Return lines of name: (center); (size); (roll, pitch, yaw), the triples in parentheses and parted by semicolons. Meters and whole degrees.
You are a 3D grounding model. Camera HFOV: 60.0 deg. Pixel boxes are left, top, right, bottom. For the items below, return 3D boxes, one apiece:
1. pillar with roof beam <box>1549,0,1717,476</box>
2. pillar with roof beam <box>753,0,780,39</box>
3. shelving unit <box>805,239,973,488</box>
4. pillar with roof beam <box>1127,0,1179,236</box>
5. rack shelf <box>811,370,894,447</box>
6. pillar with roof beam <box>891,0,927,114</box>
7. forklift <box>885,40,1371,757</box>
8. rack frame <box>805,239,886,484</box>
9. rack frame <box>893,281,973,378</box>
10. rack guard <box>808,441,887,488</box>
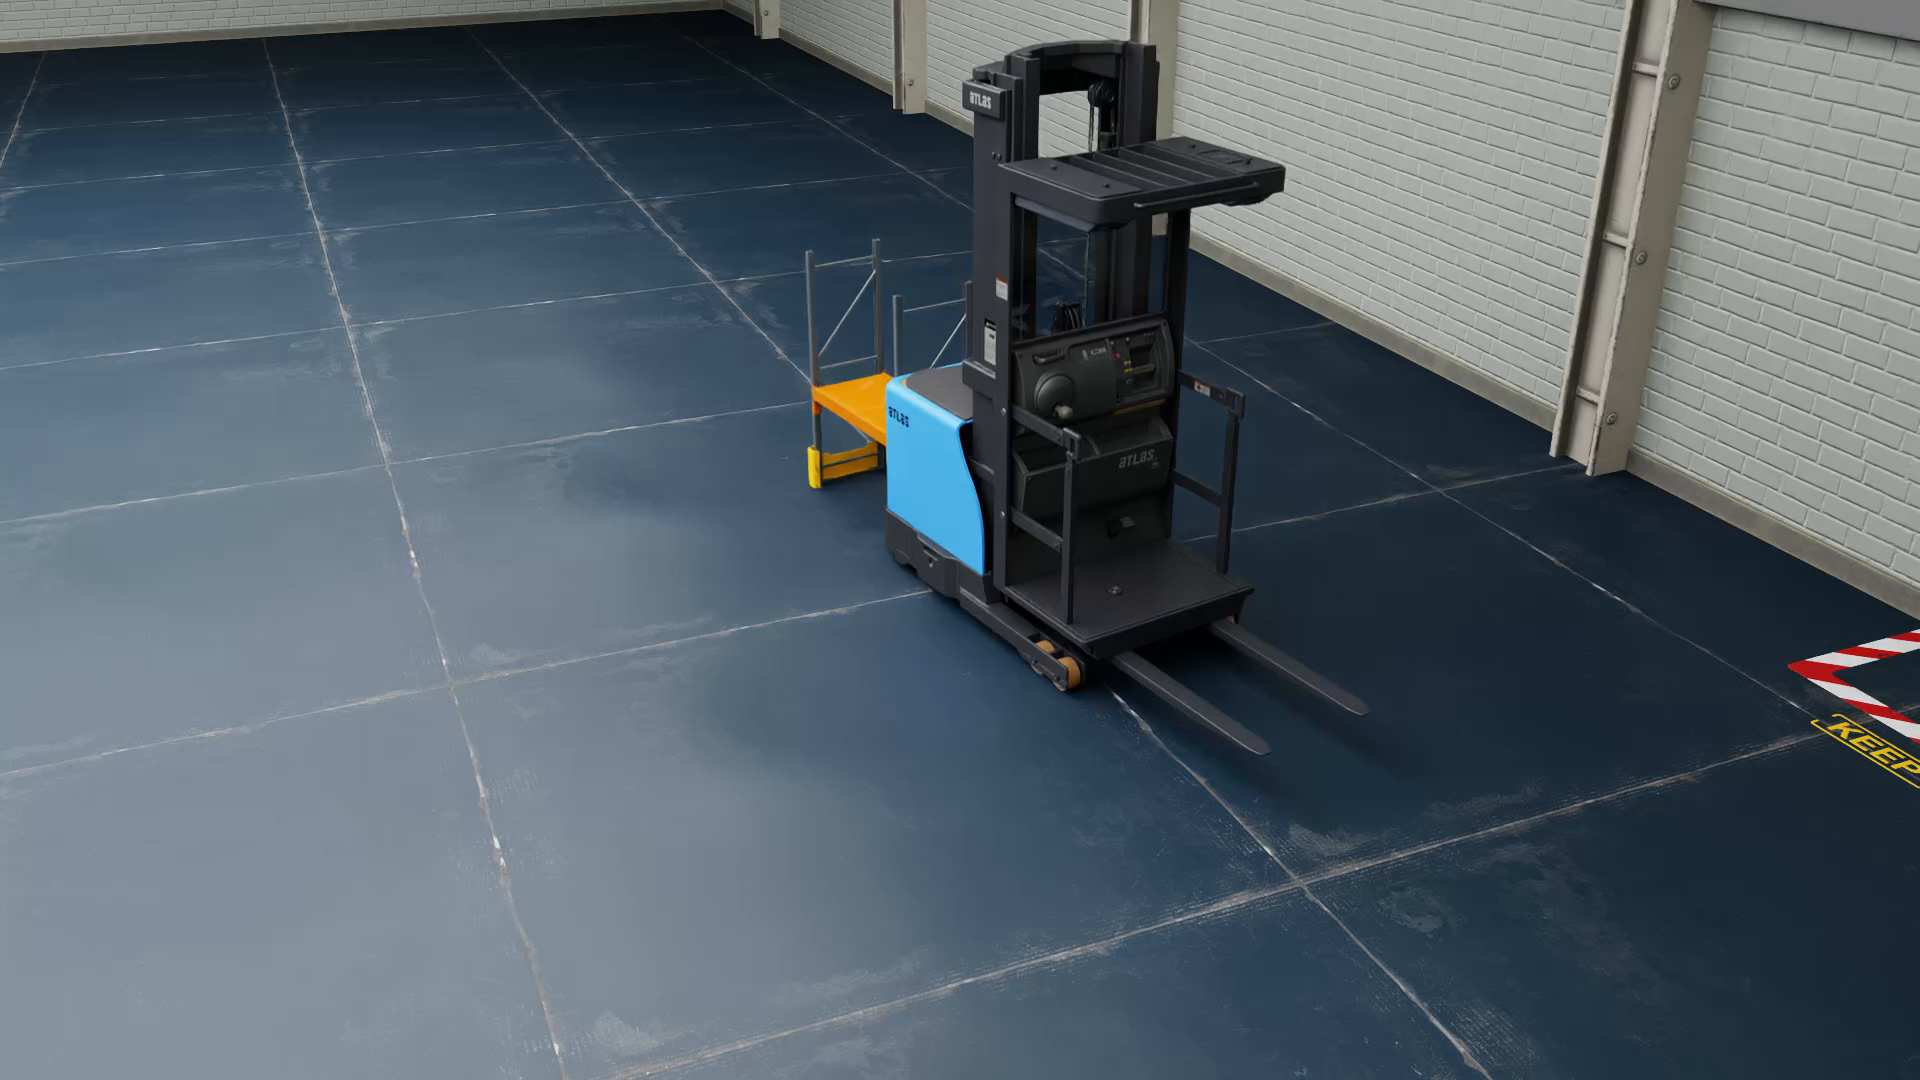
pillar with roof beam: (0.119, -3.815, 7.308); (9.100, 9.000, 0.400); (-11, 28, -21)
pillar with roof beam: (-6.930, -11.082, 22.191); (9.100, 9.000, 0.400); (-11, 28, -21)
shelving unit: (-0.417, -0.897, 9.877); (0.587, 1.500, 1.083); (-16, 30, -29)
pillar with roof beam: (-2.231, -6.238, 12.269); (9.100, 9.000, 0.400); (-11, 28, -21)
rack shelf: (-0.422, -0.738, 9.963); (0.538, 0.185, 1.000); (-16, 30, -29)
pillar with roof beam: (-4.581, -8.660, 17.230); (9.100, 9.000, 0.400); (-11, 28, -21)
forklift: (0.791, -0.807, 8.063); (1.130, 2.935, 3.031); (-16, 30, -29)
rack frame: (-0.696, -1.088, 10.268); (0.500, 1.500, 0.032); (-16, 30, -29)
rack frame: (-0.148, -0.712, 9.499); (0.500, 1.500, 0.032); (-16, 30, -29)
rack guard: (-0.685, -0.519, 10.528); (0.587, 0.250, 0.087); (-16, 30, -29)
